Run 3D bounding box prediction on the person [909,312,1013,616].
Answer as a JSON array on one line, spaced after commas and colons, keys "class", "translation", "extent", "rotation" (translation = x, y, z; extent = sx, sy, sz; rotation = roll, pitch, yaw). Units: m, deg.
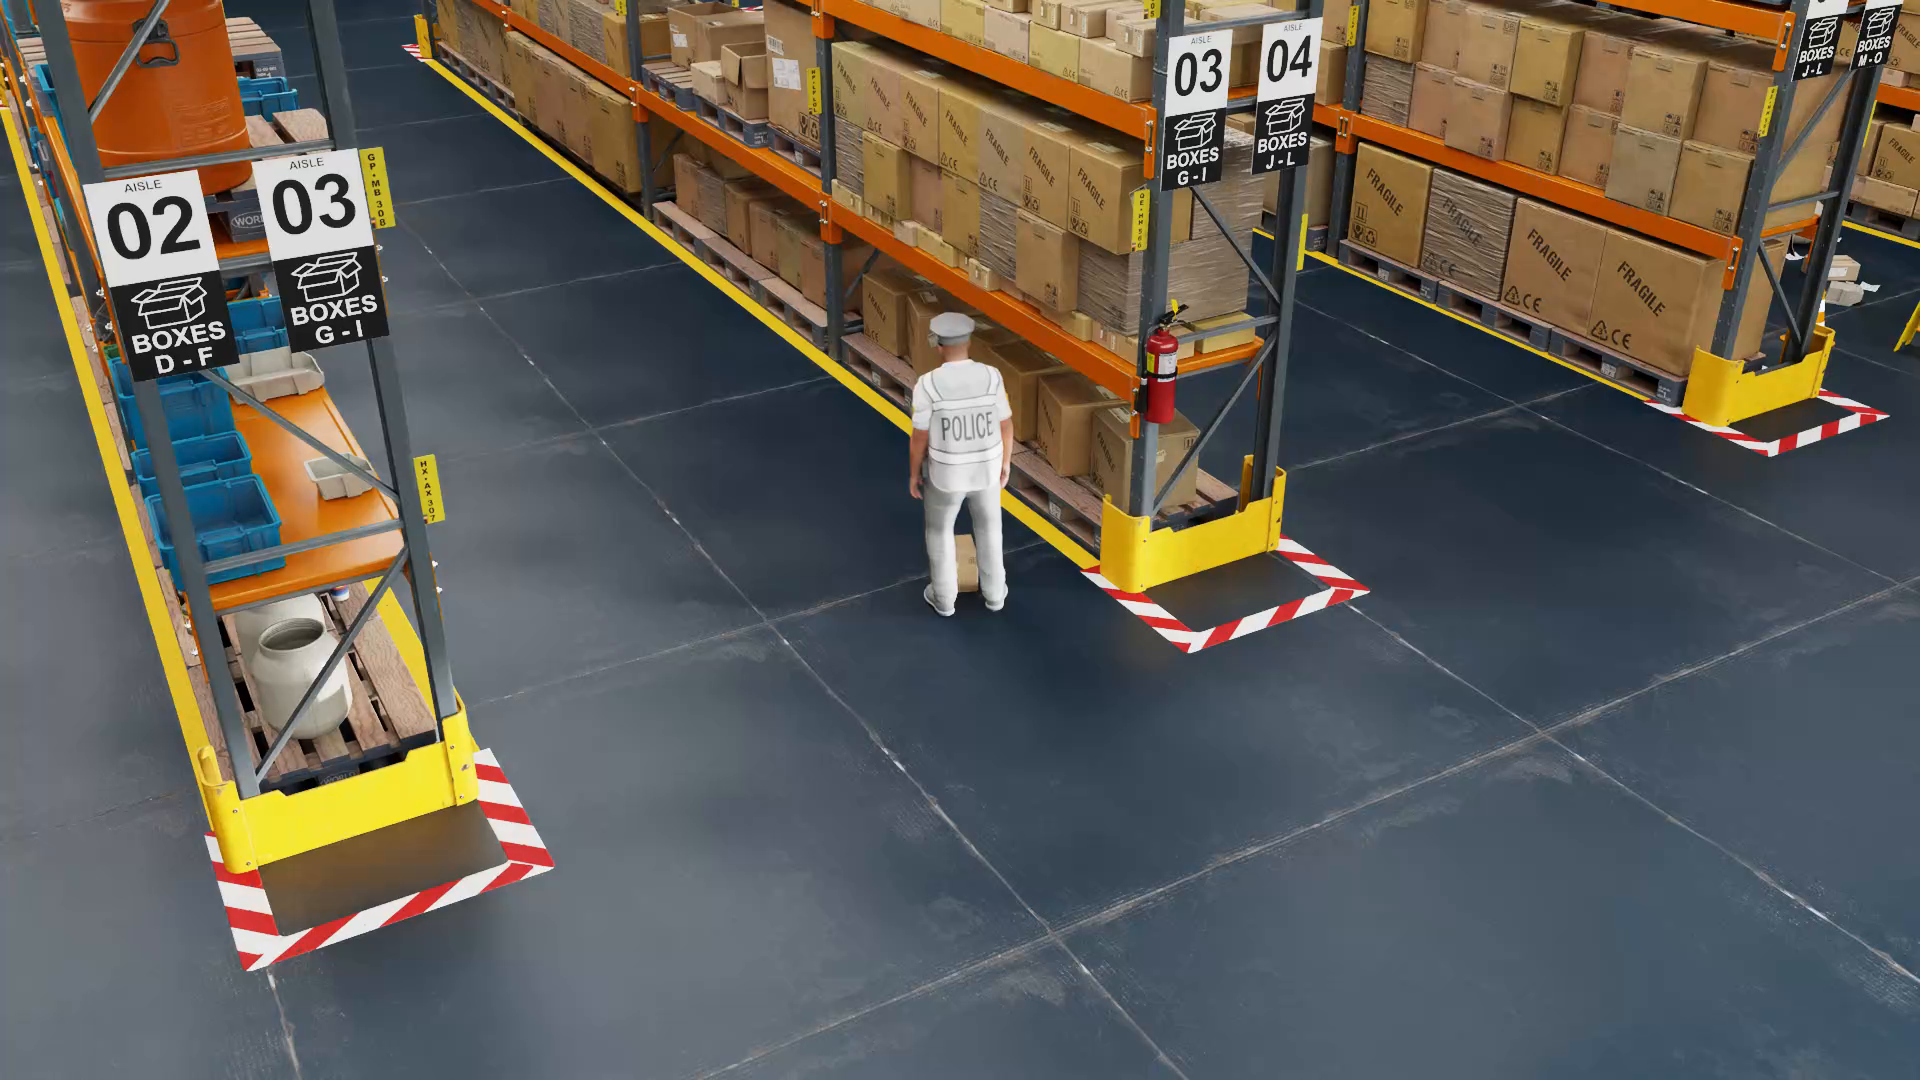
[{"class": "person", "translation": [0.012, -0.381, 9.251], "extent": [0.604, 1.746, 0.437], "rotation": [-6, 29, -12]}]
